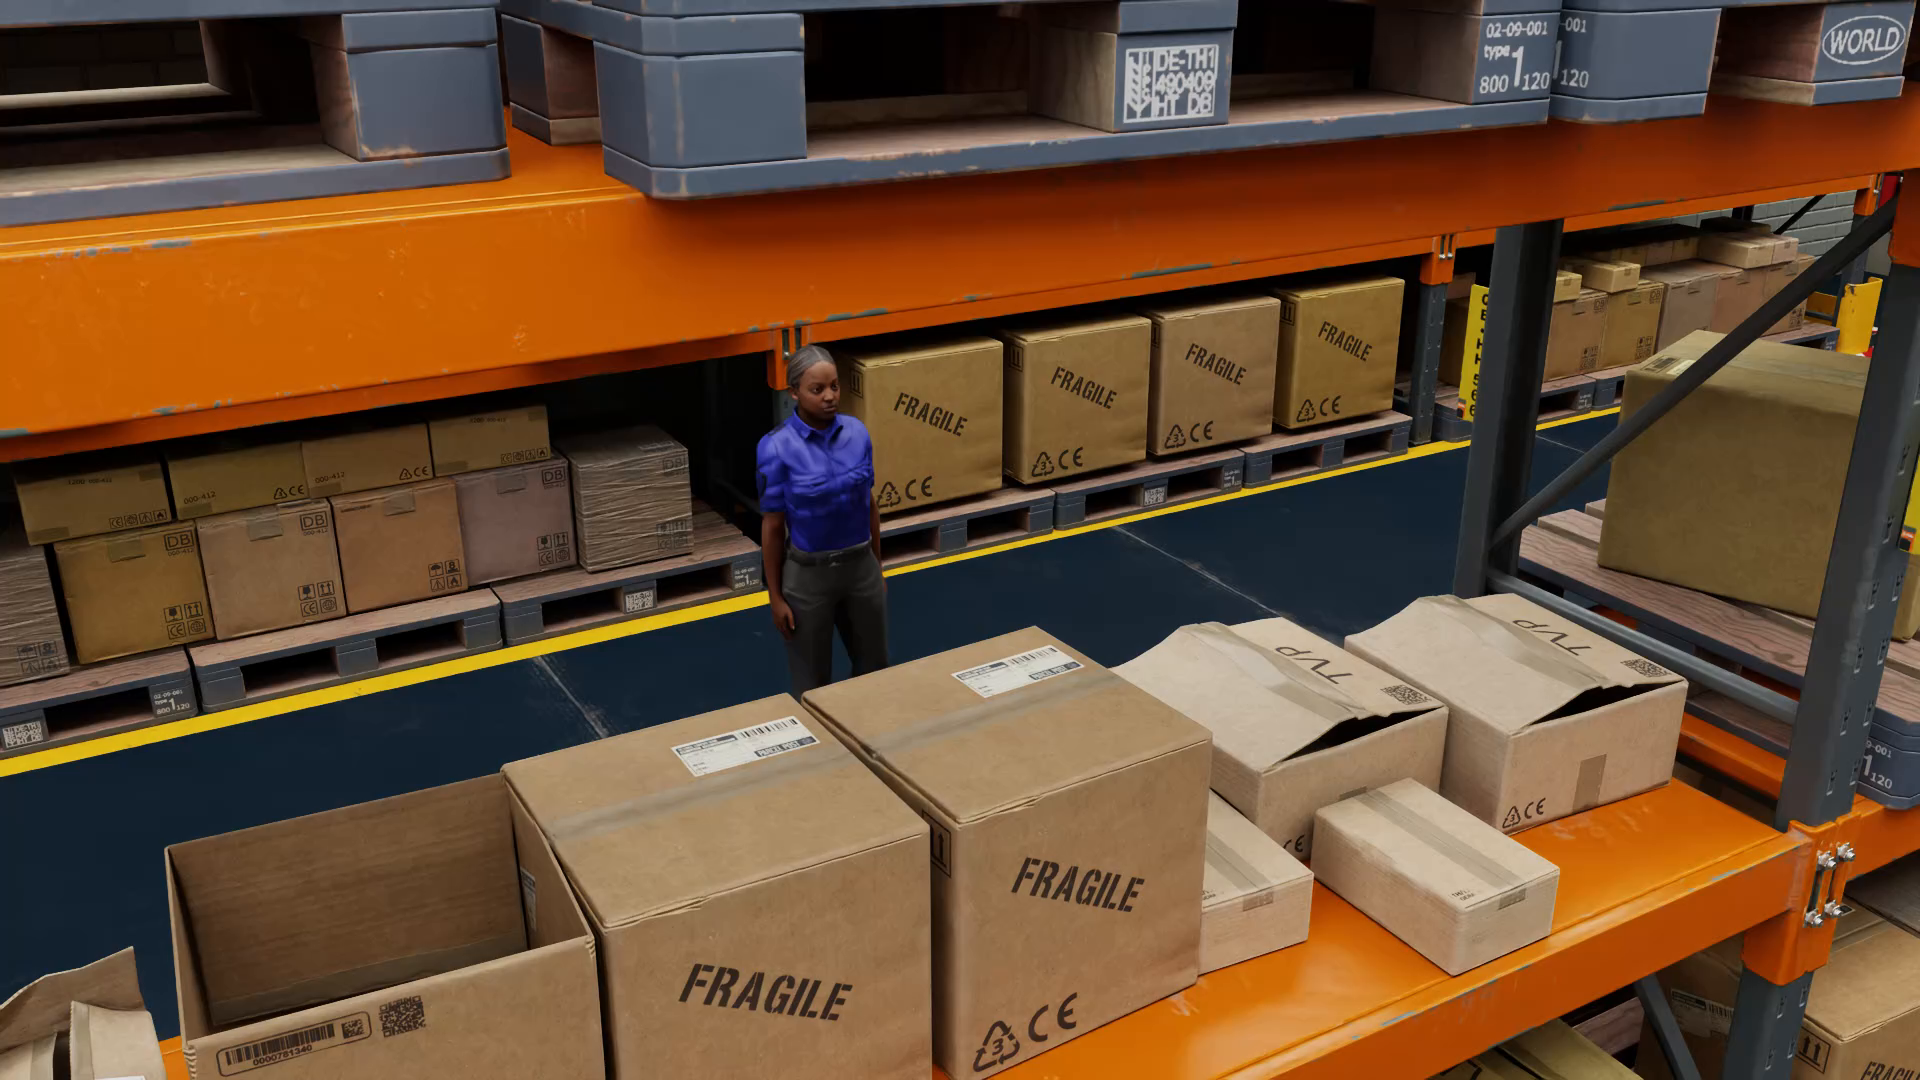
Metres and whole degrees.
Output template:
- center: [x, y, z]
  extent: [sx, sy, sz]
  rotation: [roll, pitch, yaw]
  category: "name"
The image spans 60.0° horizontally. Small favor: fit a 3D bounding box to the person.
- center: [-0.435, 0.149, 5.708]
  extent: [0.501, 1.669, 0.349]
  rotation: [-13, 25, -28]
  category: "person"
